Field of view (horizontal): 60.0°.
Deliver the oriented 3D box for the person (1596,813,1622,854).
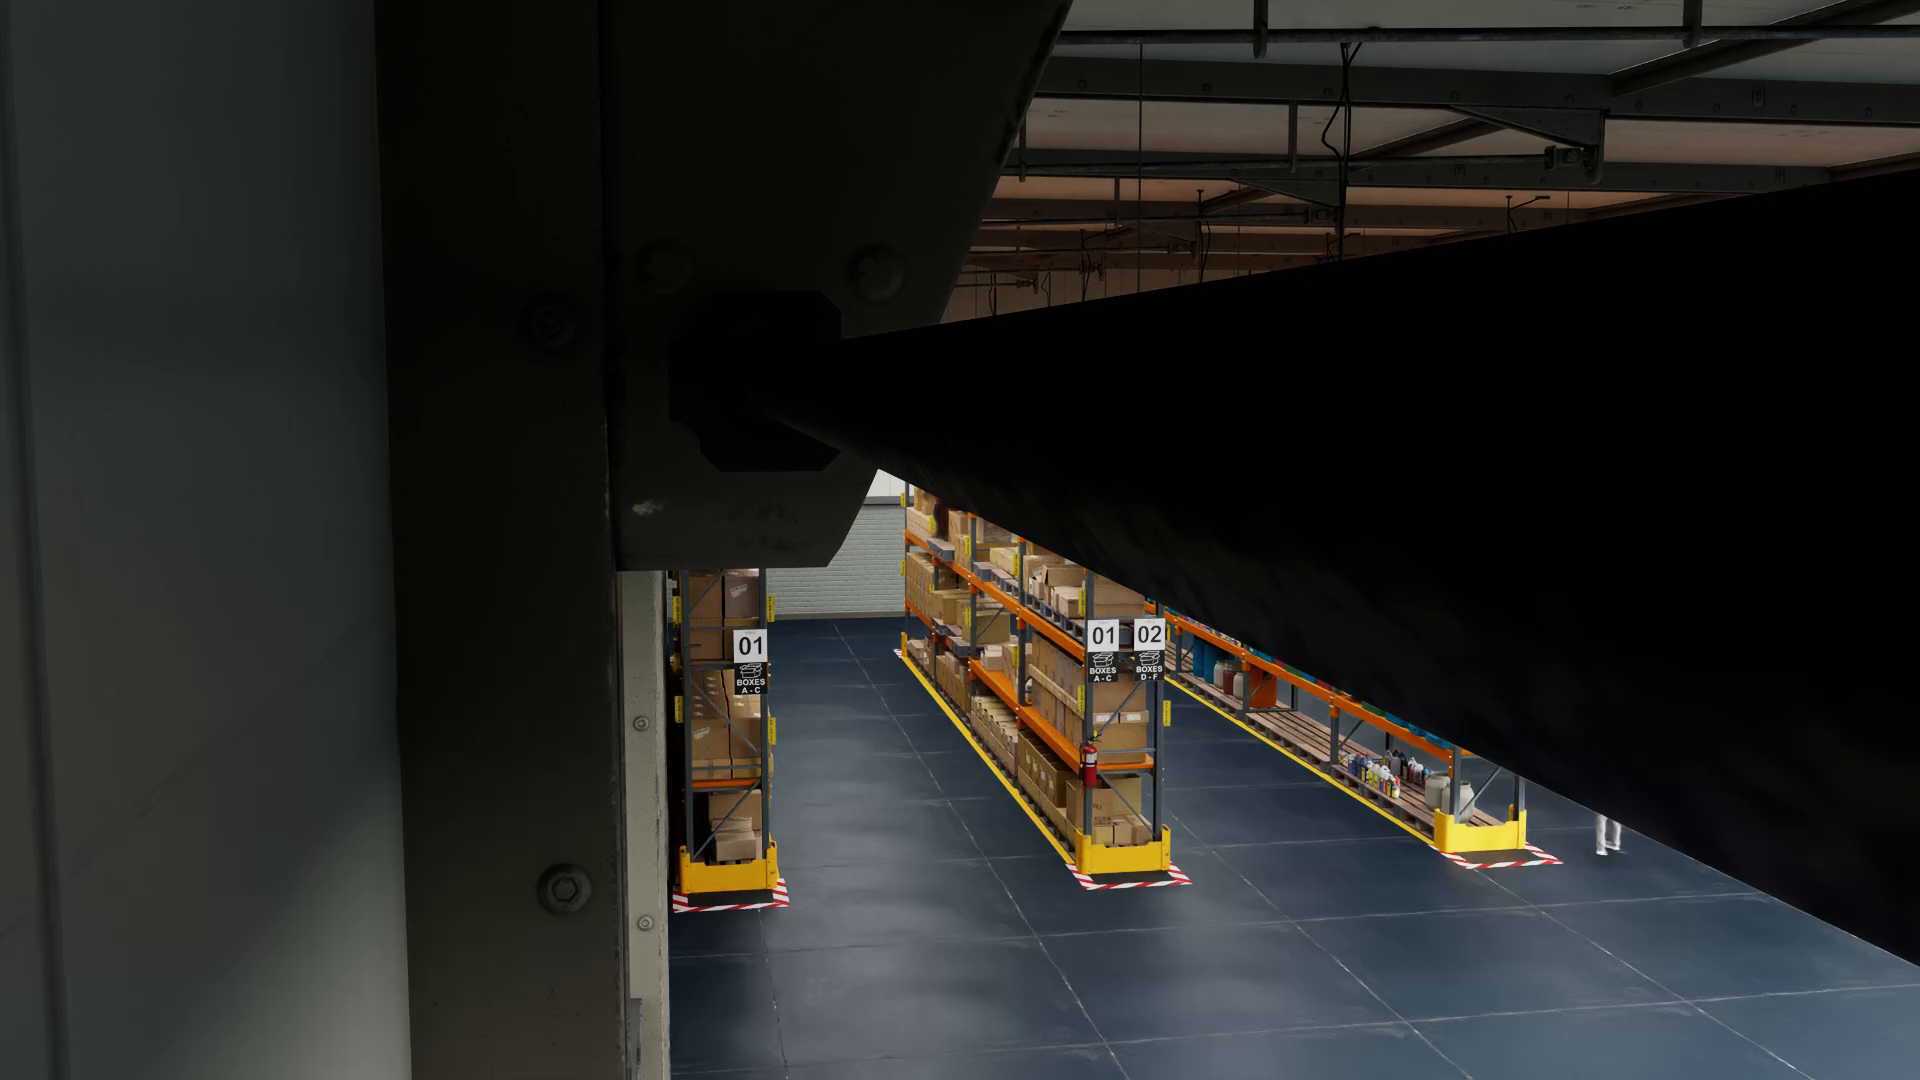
[{"bbox_3d":[8.505,3.312,21.723,0.421,1.571,0.545,1,6,9],"label":"person"}]
